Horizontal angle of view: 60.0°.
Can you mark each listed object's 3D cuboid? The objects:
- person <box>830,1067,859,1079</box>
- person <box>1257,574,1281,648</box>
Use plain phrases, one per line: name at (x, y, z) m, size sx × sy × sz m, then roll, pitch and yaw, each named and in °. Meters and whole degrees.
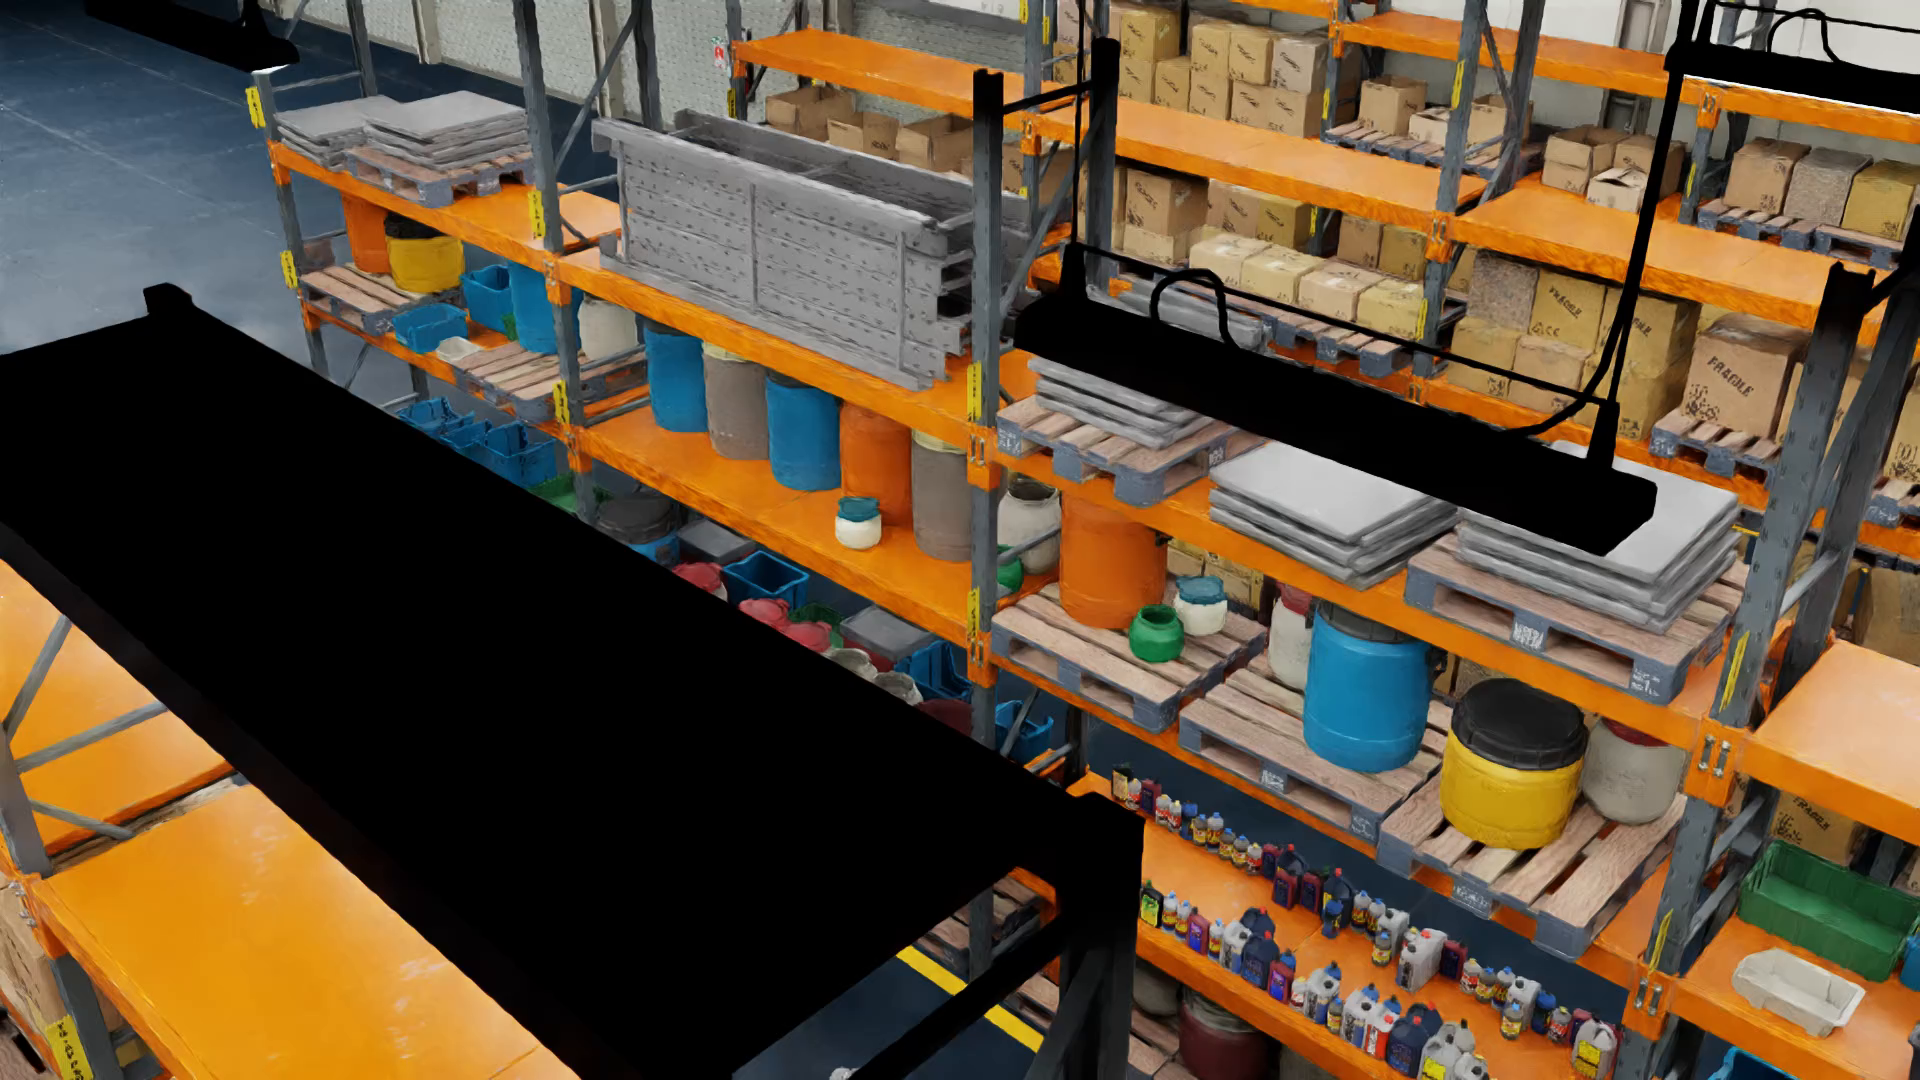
person at (-0.417, 3.391, 8.592) m, size 0.575 × 1.611 × 0.625 m, roll 23°, pitch 37°, yaw 35°
person at (2.657, 0.772, 13.143) m, size 0.638 × 1.667 × 0.514 m, roll 7°, pitch 30°, yaw 13°
